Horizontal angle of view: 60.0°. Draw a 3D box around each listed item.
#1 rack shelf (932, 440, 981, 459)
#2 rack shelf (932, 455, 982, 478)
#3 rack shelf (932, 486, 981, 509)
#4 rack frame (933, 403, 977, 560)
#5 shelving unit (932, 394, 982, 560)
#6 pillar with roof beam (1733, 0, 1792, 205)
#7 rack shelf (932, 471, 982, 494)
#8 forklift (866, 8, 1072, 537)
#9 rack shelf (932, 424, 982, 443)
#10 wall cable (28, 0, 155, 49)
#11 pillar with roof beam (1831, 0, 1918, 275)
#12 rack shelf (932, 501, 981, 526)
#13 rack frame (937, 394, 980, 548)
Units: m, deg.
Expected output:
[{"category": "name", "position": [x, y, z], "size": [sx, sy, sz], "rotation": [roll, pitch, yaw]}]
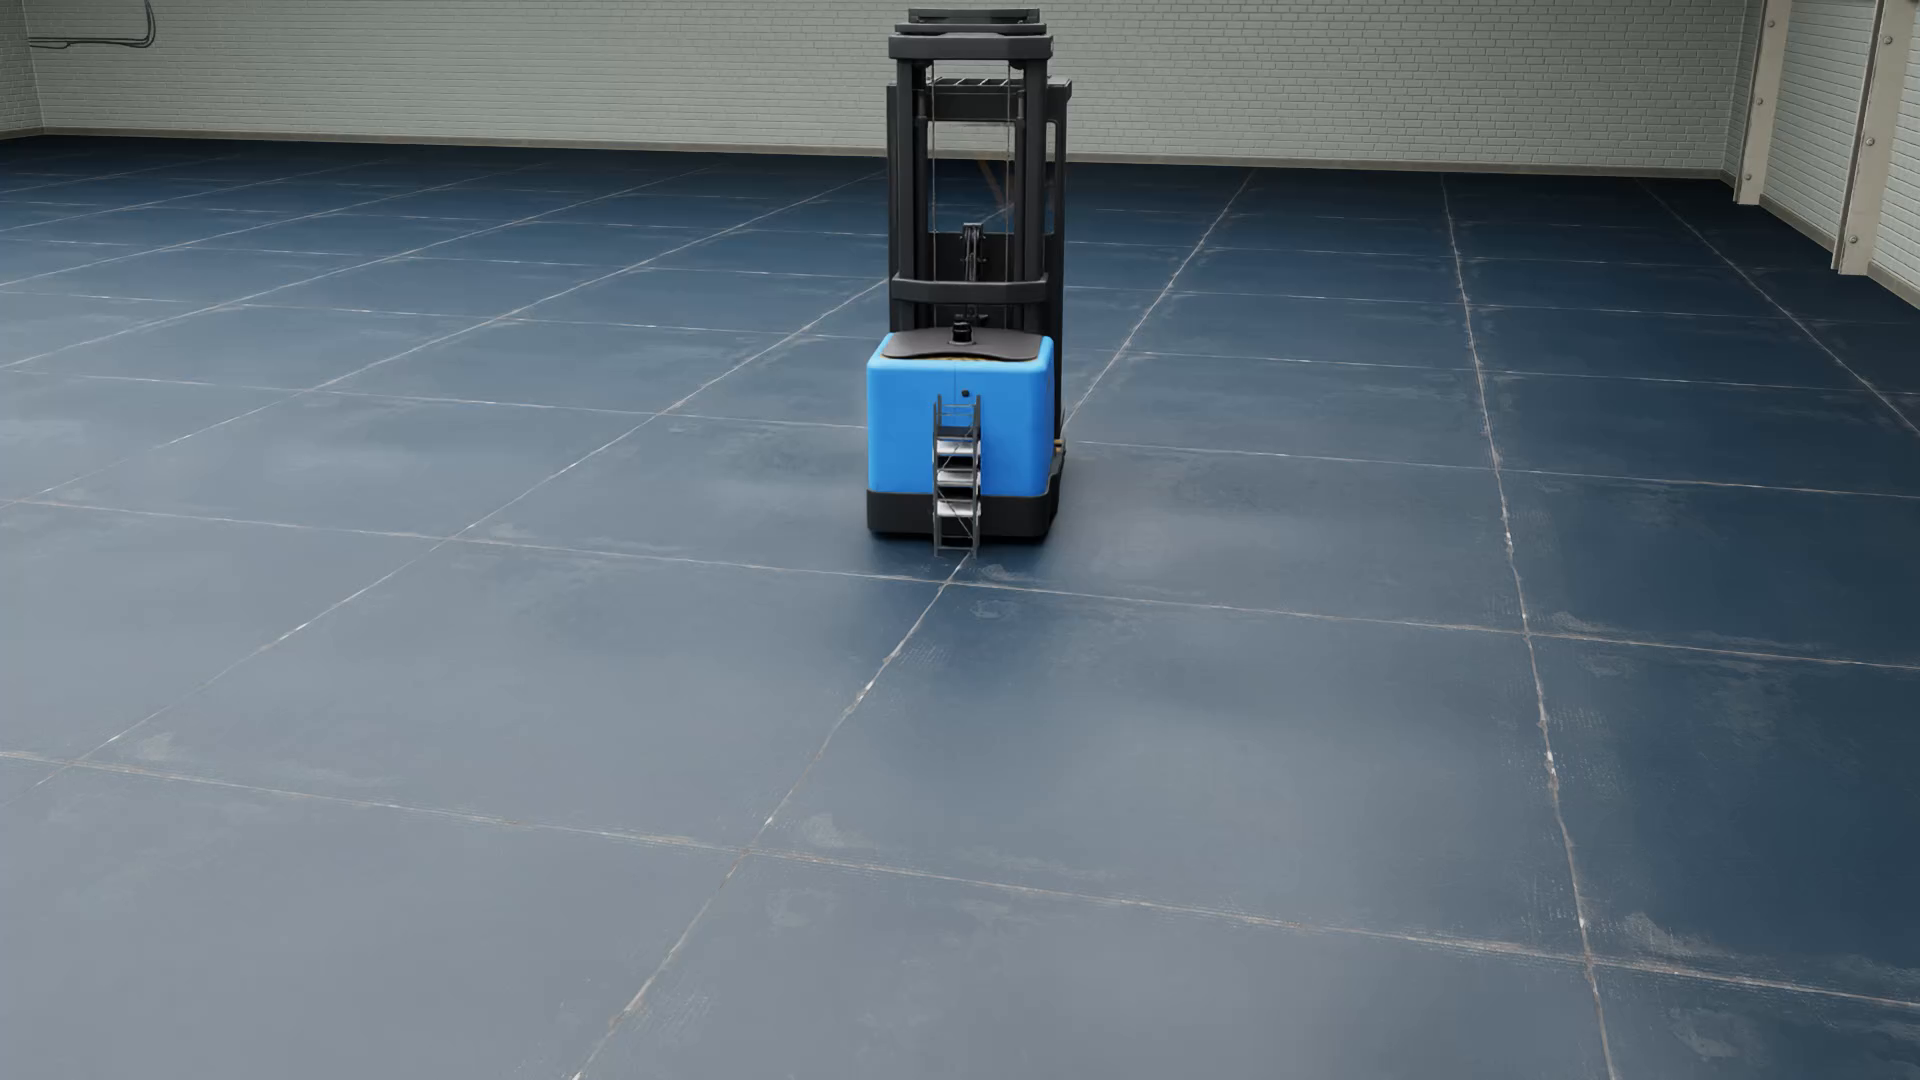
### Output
[{"category": "rack shelf", "position": [-0.017, -0.492, 9.281], "size": [0.258, 0.077, 0.200], "rotation": [2, 19, 6]}, {"category": "rack shelf", "position": [-0.017, -0.407, 9.310], "size": [0.258, 0.077, 0.200], "rotation": [2, 19, 6]}, {"category": "rack shelf", "position": [-0.017, -0.236, 9.369], "size": [0.258, 0.077, 0.200], "rotation": [2, 19, 6]}, {"category": "rack frame", "position": [-0.027, -0.320, 9.233], "size": [0.240, 0.900, 0.006], "rotation": [2, 19, 6]}, {"category": "shelving unit", "position": [-0.017, -0.353, 9.329], "size": [0.258, 0.900, 0.210], "rotation": [2, 19, 6]}, {"category": "pillar with roof beam", "position": [7.118, -9.440, 23.403], "size": [9.100, 9.000, 0.400], "rotation": [5, 19, 13]}, {"category": "rack shelf", "position": [-0.017, -0.321, 9.339], "size": [0.258, 0.077, 0.200], "rotation": [2, 19, 6]}, {"category": "forklift", "position": [0.126, -1.837, 10.531], "size": [1.130, 2.935, 3.031], "rotation": [2, 19, 6]}, {"category": "rack shelf", "position": [-0.017, -0.577, 9.252], "size": [0.258, 0.077, 0.200], "rotation": [2, 19, 6]}, {"category": "wall cable", "position": [-17.251, -10.937, 32.590], "size": [3.097, 2.526, 0.112], "rotation": [5, 19, 13]}, {"category": "pillar with roof beam", "position": [5.652, -7.559, 17.897], "size": [9.100, 9.000, 0.400], "rotation": [5, 19, 13]}, {"category": "rack shelf", "position": [-0.017, -0.151, 9.398], "size": [0.258, 0.077, 0.200], "rotation": [2, 19, 6]}, {"category": "rack frame", "position": [-0.006, -0.386, 9.424], "size": [0.240, 0.900, 0.006], "rotation": [2, 19, 6]}]
